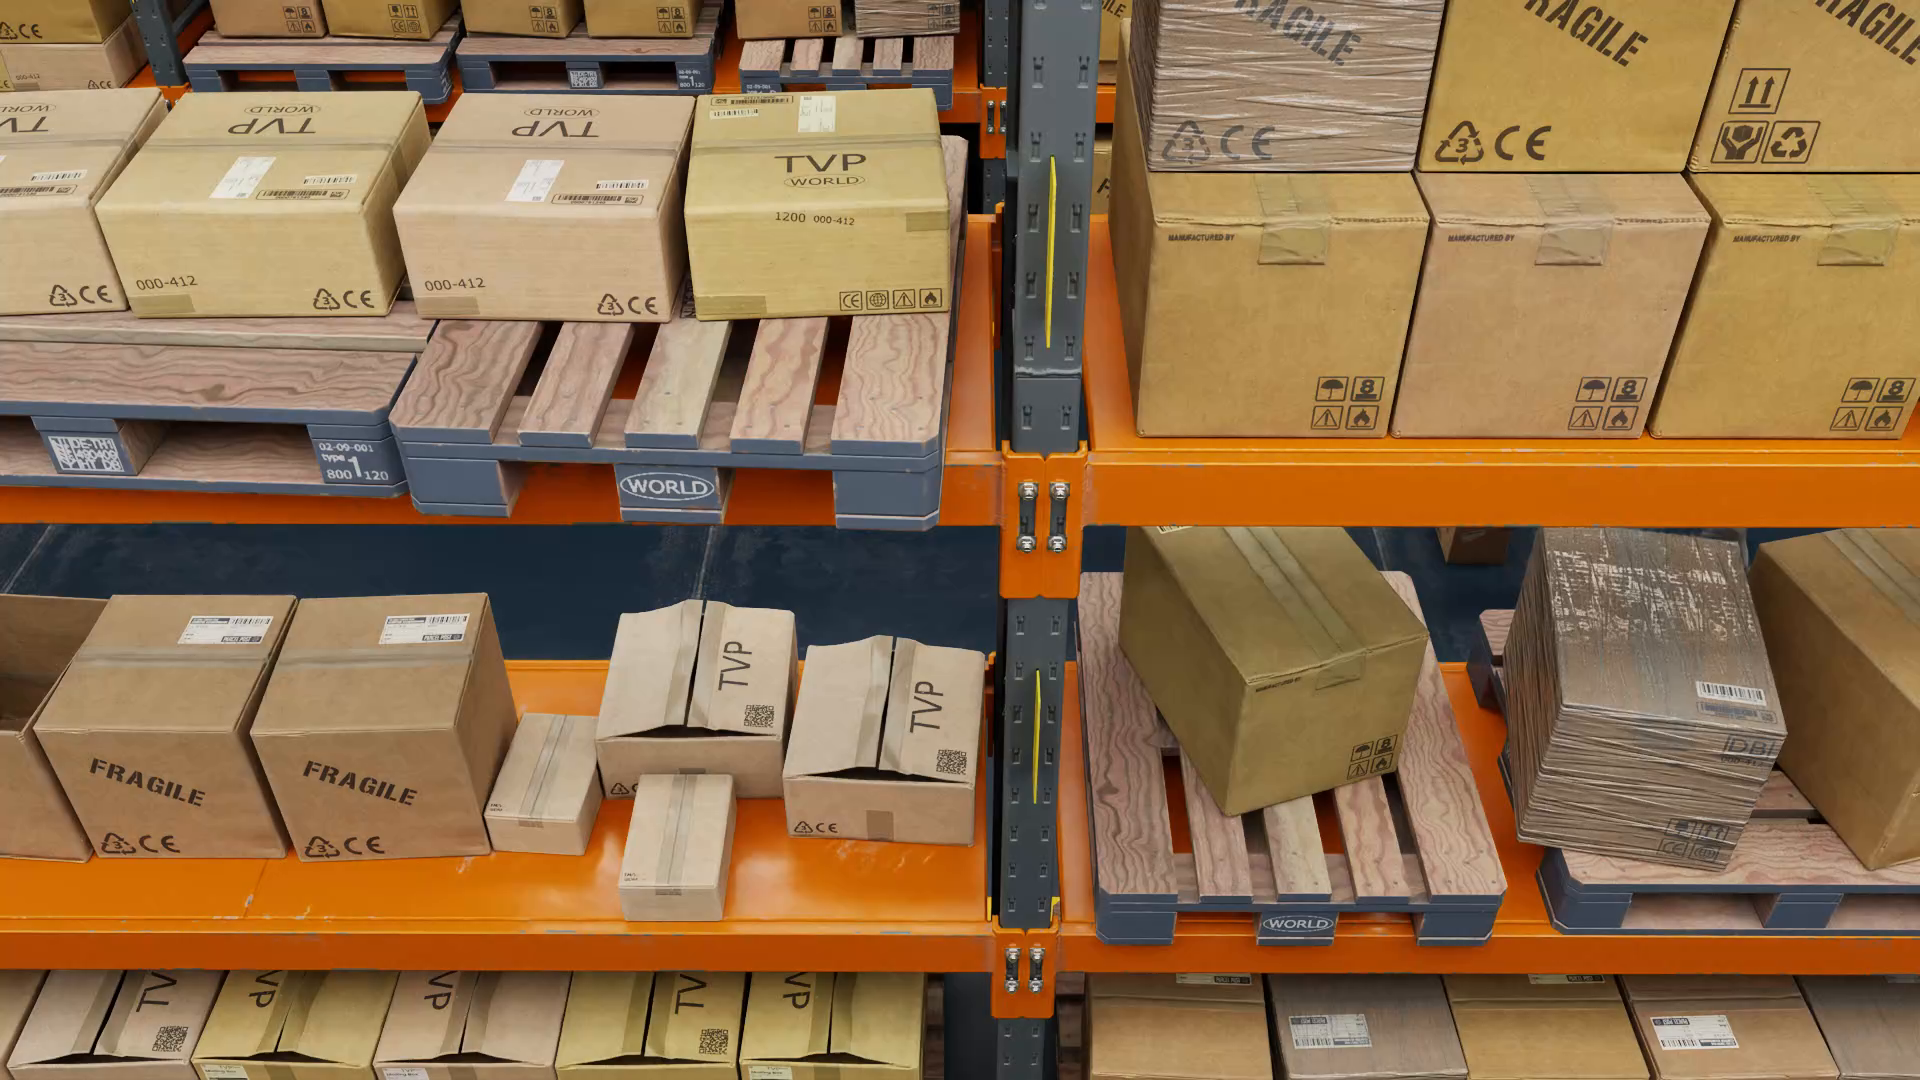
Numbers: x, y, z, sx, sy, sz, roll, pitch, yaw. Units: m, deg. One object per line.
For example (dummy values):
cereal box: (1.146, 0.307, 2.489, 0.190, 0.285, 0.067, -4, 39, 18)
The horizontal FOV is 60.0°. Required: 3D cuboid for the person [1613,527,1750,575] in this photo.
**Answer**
person: (3.006, -0.396, 6.624, 0.880, 1.647, 0.474, 1, 40, 1)
